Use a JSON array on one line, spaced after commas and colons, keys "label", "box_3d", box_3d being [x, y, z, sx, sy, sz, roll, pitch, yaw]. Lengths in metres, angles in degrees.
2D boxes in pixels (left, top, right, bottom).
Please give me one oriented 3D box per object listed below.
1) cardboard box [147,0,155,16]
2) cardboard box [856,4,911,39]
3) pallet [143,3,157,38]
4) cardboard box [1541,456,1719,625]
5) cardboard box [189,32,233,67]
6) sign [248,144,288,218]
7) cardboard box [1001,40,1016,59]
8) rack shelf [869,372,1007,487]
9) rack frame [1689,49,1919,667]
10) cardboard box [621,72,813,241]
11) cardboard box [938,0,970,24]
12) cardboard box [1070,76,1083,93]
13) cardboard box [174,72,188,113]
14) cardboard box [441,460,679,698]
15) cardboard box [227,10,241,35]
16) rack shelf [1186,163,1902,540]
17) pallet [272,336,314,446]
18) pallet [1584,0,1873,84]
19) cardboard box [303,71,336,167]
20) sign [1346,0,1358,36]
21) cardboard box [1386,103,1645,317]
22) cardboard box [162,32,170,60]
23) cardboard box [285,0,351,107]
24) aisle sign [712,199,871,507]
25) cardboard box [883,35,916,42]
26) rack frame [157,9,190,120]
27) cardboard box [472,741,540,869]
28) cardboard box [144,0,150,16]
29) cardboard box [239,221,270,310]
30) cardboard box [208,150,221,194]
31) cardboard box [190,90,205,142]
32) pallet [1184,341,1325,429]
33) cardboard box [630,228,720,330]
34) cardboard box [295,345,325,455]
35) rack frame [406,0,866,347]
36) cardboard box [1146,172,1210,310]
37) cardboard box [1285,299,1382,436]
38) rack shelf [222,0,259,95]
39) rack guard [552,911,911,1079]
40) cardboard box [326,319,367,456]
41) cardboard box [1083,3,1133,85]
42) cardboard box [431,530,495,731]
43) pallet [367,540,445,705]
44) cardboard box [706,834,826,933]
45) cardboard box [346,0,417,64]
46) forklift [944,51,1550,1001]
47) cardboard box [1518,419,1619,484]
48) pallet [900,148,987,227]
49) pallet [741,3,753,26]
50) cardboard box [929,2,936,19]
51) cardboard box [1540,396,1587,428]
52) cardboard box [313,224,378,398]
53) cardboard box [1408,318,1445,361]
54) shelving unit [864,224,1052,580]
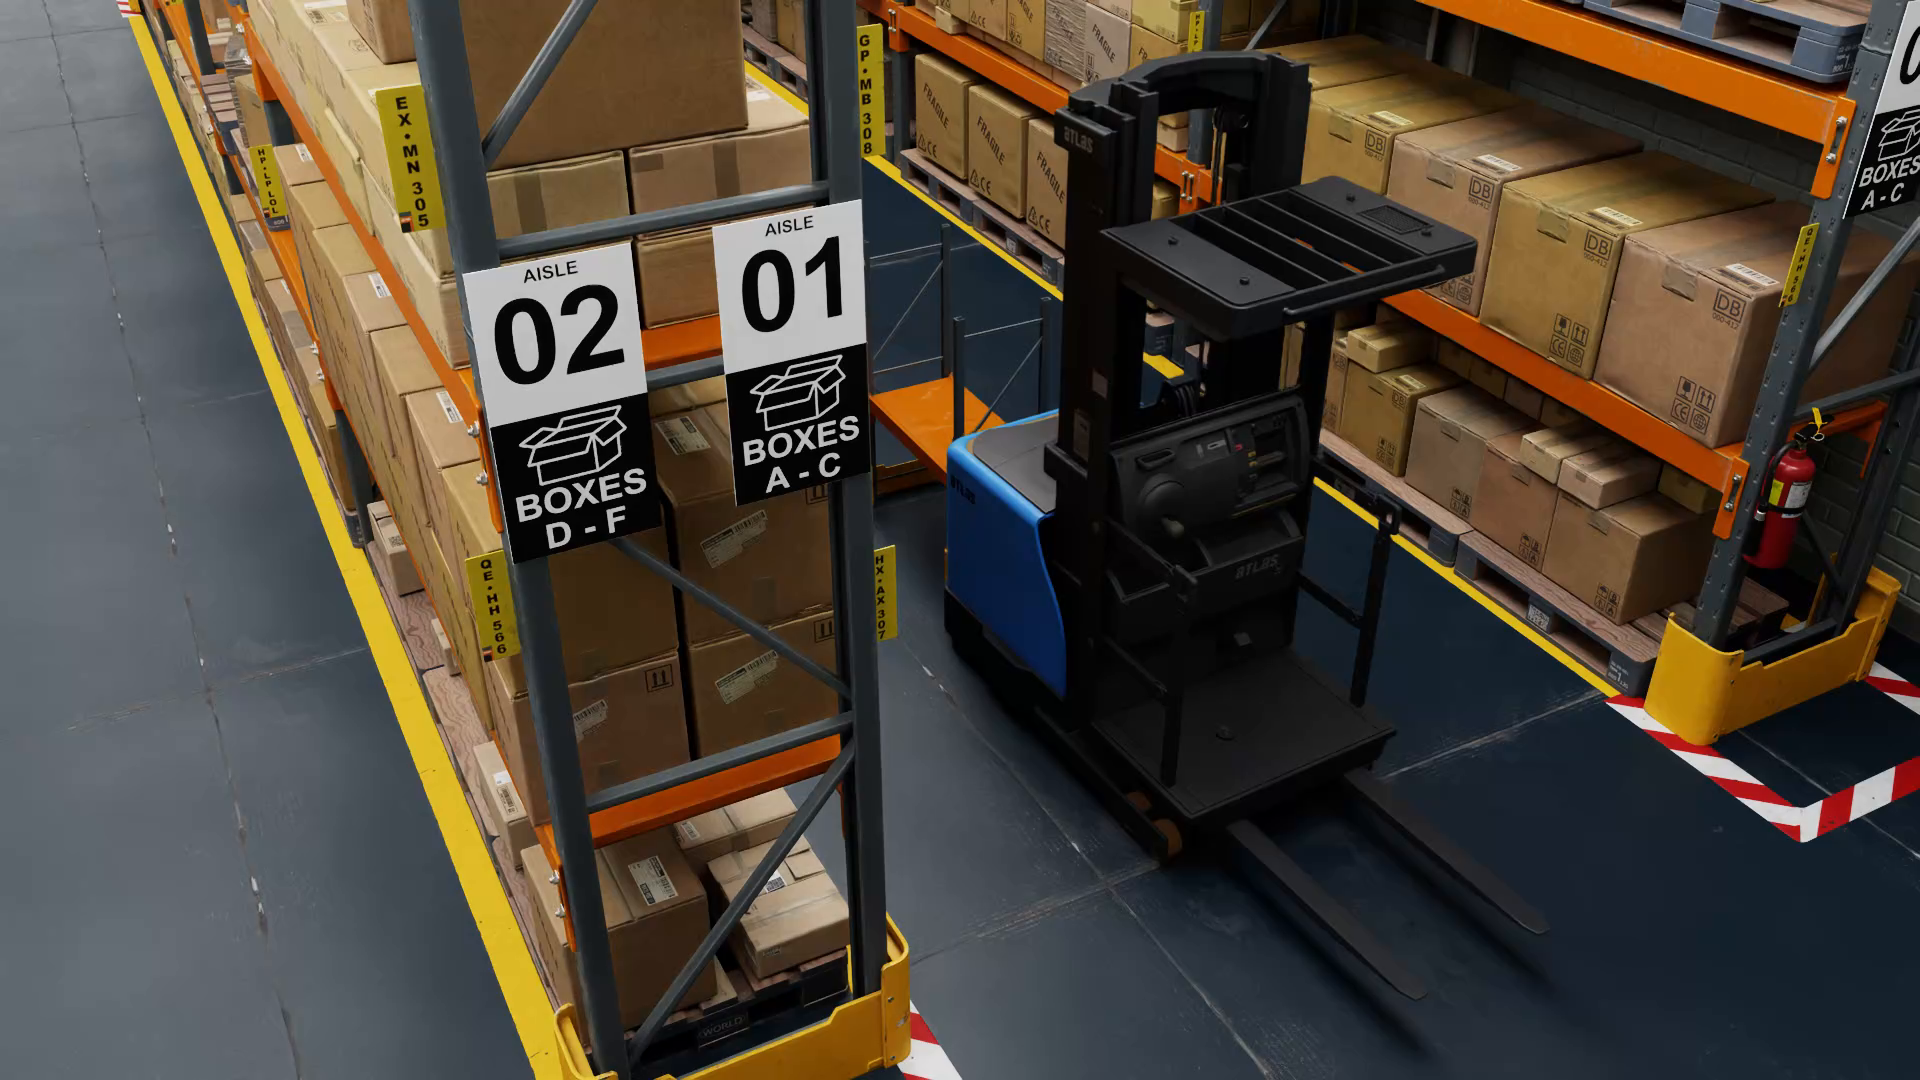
[{"label": "cardboard box", "box_3d": [-7.423, -5.276, 15.670, 0.500, 0.500, 0.500, -16, 36, -23]}, {"label": "cardboard box", "box_3d": [-0.655, -4.467, 14.155, 0.500, 0.250, 0.500, -15, 36, -22]}, {"label": "pallet", "box_3d": [-7.780, -5.442, 17.048, 1.003, 0.211, 1.213, -16, 36, -23]}, {"label": "cardboard box", "box_3d": [3.252, -0.015, 7.921, 0.700, 0.500, 0.500, -16, 36, -23]}, {"label": "cardboard box", "box_3d": [-5.107, -3.406, 11.519, 0.380, 0.149, 0.250, -16, 36, -23]}, {"label": "sign", "box_3d": [-3.068, -1.589, 7.377, 0.100, 0.325, 0.005, -16, 36, -23]}, {"label": "cardboard box", "box_3d": [0.510, -3.480, 11.616, 0.380, 0.149, 0.250, -15, 36, -22]}, {"label": "rack shelf", "box_3d": [-0.040, -0.521, 8.506, 0.538, 0.185, 1.000, -16, 36, -23]}, {"label": "rack frame", "box_3d": [3.667, -0.582, 6.878, 1.000, 3.000, 0.127, -16, 36, -23]}, {"label": "cardboard box", "box_3d": [-0.722, -1.055, 4.512, 0.500, 0.250, 0.500, -16, 36, -23]}, {"label": "cardboard box", "box_3d": [0.173, -4.027, 11.868, 0.500, 0.500, 0.500, -15, 35, -22]}, {"label": "cardboard box", "box_3d": [0.944, -2.978, 10.832, 0.380, 0.149, 0.250, -16, 36, -23]}, {"label": "cardboard box", "box_3d": [-6.339, -3.825, 14.100, 0.500, 0.250, 0.500, -17, 36, -24]}, {"label": "cardboard box", "box_3d": [-1.164, 0.059, 4.857, 0.500, 0.500, 0.500, -16, 36, -24]}, {"label": "cardboard box", "box_3d": [-4.050, -3.099, 10.324, 0.500, 0.500, 0.700, 27, 41, 35]}, {"label": "rack shelf", "box_3d": [2.735, -1.234, 8.562, 1.077, 0.370, 4.000, -16, 36, -23]}, {"label": "pallet", "box_3d": [-3.564, -1.031, 10.163, 1.003, 0.211, 1.213, -16, 36, -23]}, {"label": "pallet", "box_3d": [3.312, -2.159, 6.641, 1.003, 0.211, 1.213, -16, 36, -23]}, {"label": "cardboard box", "box_3d": [-1.873, -1.432, 5.564, 0.500, 0.250, 0.500, -16, 36, -23]}, {"label": "sign", "box_3d": [2.293, -3.029, 9.822, 0.100, 0.325, 0.005, -16, 36, -23]}, {"label": "cardboard box", "box_3d": [2.724, -1.660, 8.282, 0.980, 0.700, 0.700, -18, 37, -25]}, {"label": "cardboard box", "box_3d": [-6.942, -4.488, 15.134, 0.500, 0.250, 0.500, -16, 36, -23]}, {"label": "cardboard box", "box_3d": [-1.880, -1.641, 5.426, 0.500, 0.250, 0.500, -16, 36, -23]}, {"label": "aisle sign", "box_3d": [-0.422, -0.470, 4.294, 0.394, 0.787, 0.004, -16, 36, -23]}, {"label": "cardboard box", "box_3d": [-0.582, -4.138, 14.338, 0.700, 0.500, 0.500, -16, 36, -23]}, {"label": "rack frame", "box_3d": [-6.308, -5.061, 13.869, 1.000, 3.000, 0.127, -16, 36, -23]}, {"label": "cardboard box", "box_3d": [-1.601, 0.980, 6.581, 0.500, 0.250, 0.500, -16, 36, -23]}, {"label": "cardboard box", "box_3d": [-7.884, -5.439, 16.619, 0.500, 0.250, 0.500, -16, 36, -23]}, {"label": "cardboard box", "box_3d": [-4.235, -1.747, 10.606, 0.500, 0.500, 0.500, -17, 36, -25]}, {"label": "cardboard box", "box_3d": [-5.380, -2.847, 12.573, 0.500, 0.250, 0.500, -15, 36, -22]}, {"label": "cardboard box", "box_3d": [-5.618, -3.323, 12.796, 0.500, 0.311, 0.500, -15, 36, -22]}, {"label": "pallet", "box_3d": [2.088, -0.934, 10.013, 1.003, 0.211, 1.213, -16, 36, -23]}, {"label": "cardboard box", "box_3d": [-0.728, -0.843, 4.644, 0.500, 0.250, 0.500, -16, 36, -23]}, {"label": "cardboard box", "box_3d": [-3.285, -0.777, 9.092, 0.500, 0.500, 0.500, -16, 36, -23]}, {"label": "rack frame", "box_3d": [-0.713, -1.860, 3.312, 1.000, 3.000, 0.127, -16, 36, -23]}, {"label": "cardboard box", "box_3d": [1.384, -2.040, 10.757, 0.750, 0.750, 0.750, -15, 36, -23]}, {"label": "cardboard box", "box_3d": [2.292, -0.992, 9.446, 0.700, 0.500, 0.500, -16, 36, -24]}, {"label": "rack shelf", "box_3d": [-3.511, -3.158, 8.785, 1.077, 0.370, 4.000, -16, 36, -23]}, {"label": "rack guard", "box_3d": [-0.749, 1.682, 5.661, 1.175, 0.500, 0.348, -16, 36, -23]}, {"label": "cardboard box", "box_3d": [-2.340, -0.730, 7.016, 0.500, 0.500, 0.500, -15, 36, -22]}, {"label": "cardboard box", "box_3d": [1.117, -3.065, 10.366, 0.500, 0.500, 0.500, -16, 36, -23]}, {"label": "cardboard box", "box_3d": [-1.408, 0.232, 5.515, 0.500, 0.500, 0.500, -16, 36, -23]}, {"label": "pallet", "box_3d": [-2.259, 0.259, 8.150, 1.003, 0.211, 1.213, -16, 36, -23]}, {"label": "cardboard box", "box_3d": [-0.721, 1.268, 6.209, 0.380, 0.166, 0.250, -16, 36, -23]}, {"label": "cardboard box", "box_3d": [-1.453, -1.773, 4.937, 0.700, 0.500, 0.500, -16, 36, -23]}, {"label": "forklift", "box_3d": [1.109, -0.228, 6.388, 1.130, 2.935, 3.031, -18, 37, -25]}, {"label": "cardboard box", "box_3d": [2.912, -0.426, 7.960, 0.380, 0.149, 0.250, -15, 36, -22]}, {"label": "pallet", "box_3d": [0.238, -2.831, 12.972, 1.003, 0.211, 1.213, -16, 36, -23]}, {"label": "pallet", "box_3d": [-2.272, -5.446, 17.055, 1.003, 0.211, 1.213, -16, 36, -23]}, {"label": "cardboard box", "box_3d": [-0.004, -3.965, 12.372, 0.380, 0.149, 0.250, -15, 36, -22]}, {"label": "cardboard box", "box_3d": [3.135, -0.640, 8.295, 0.380, 0.149, 0.250, -16, 36, -23]}, {"label": "cardboard box", "box_3d": [-2.127, -0.919, 6.385, 0.500, 0.500, 0.500, -17, 36, -24]}, {"label": "cardboard box", "box_3d": [2.656, -1.128, 9.056, 0.380, 0.149, 0.250, -15, 36, -23]}, {"label": "shelving unit", "box_3d": [-0.036, -0.668, 8.402, 0.587, 1.500, 1.083, -16, 36, -23]}]
